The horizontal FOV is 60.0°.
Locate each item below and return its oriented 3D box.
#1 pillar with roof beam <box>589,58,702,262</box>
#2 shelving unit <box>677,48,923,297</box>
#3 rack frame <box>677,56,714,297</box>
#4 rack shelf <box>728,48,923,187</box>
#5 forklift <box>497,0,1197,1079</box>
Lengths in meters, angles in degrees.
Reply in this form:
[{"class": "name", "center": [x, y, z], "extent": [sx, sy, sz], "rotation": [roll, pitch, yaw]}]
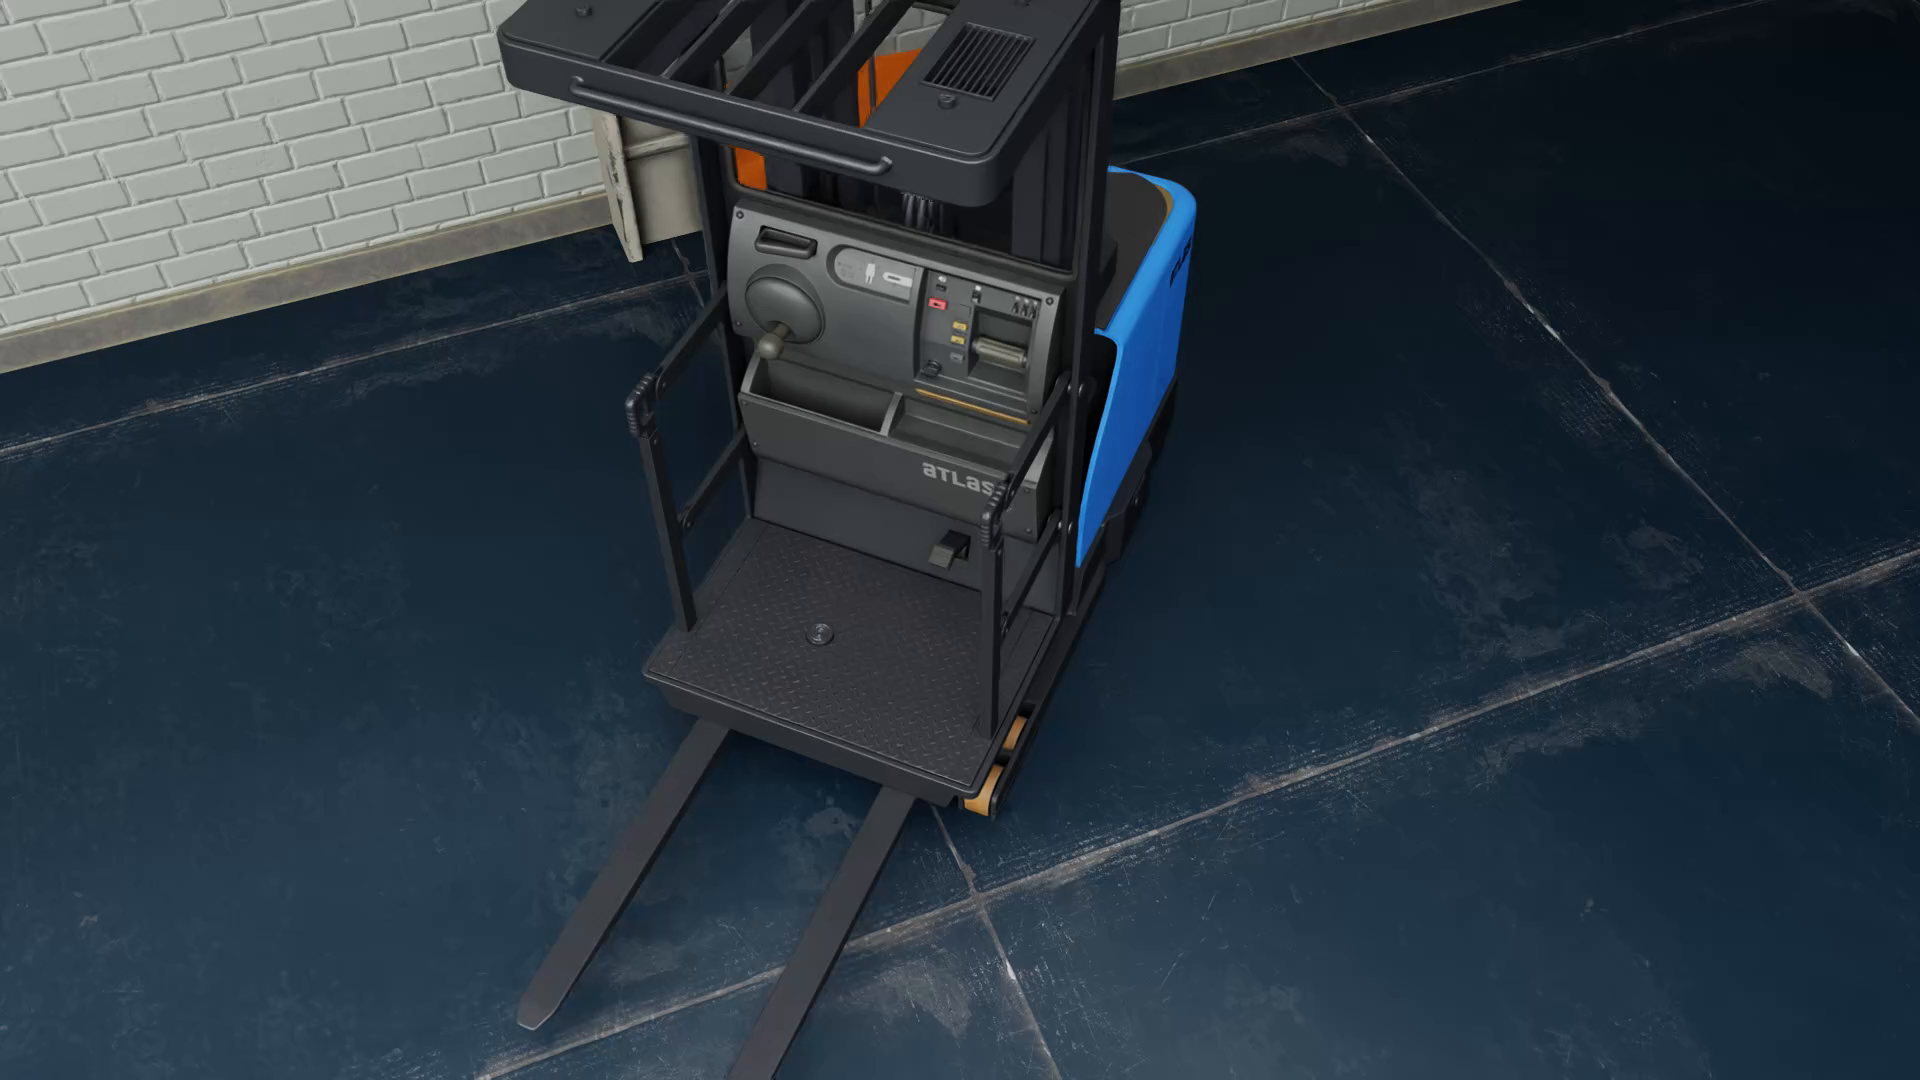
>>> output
[{"class": "pillar with roof beam", "center": [0.422, -1.192, 0.842], "extent": [0.400, 9.000, 9.100], "rotation": [-17, 52, -14]}, {"class": "shelving unit", "center": [-0.398, -1.240, 6.073], "extent": [1.048, 1.125, 0.538], "rotation": [-14, 51, -12]}, {"class": "rack frame", "center": [-0.882, -1.122, 5.972], "extent": [0.032, 1.125, 0.500], "rotation": [-14, 51, -12]}, {"class": "rack shelf", "center": [-0.398, -1.431, 5.851], "extent": [1.000, 0.278, 0.538], "rotation": [-14, 51, -12]}, {"class": "forklift", "center": [-0.269, -0.500, 4.247], "extent": [1.130, 2.935, 3.031], "rotation": [18, 52, 15]}]
